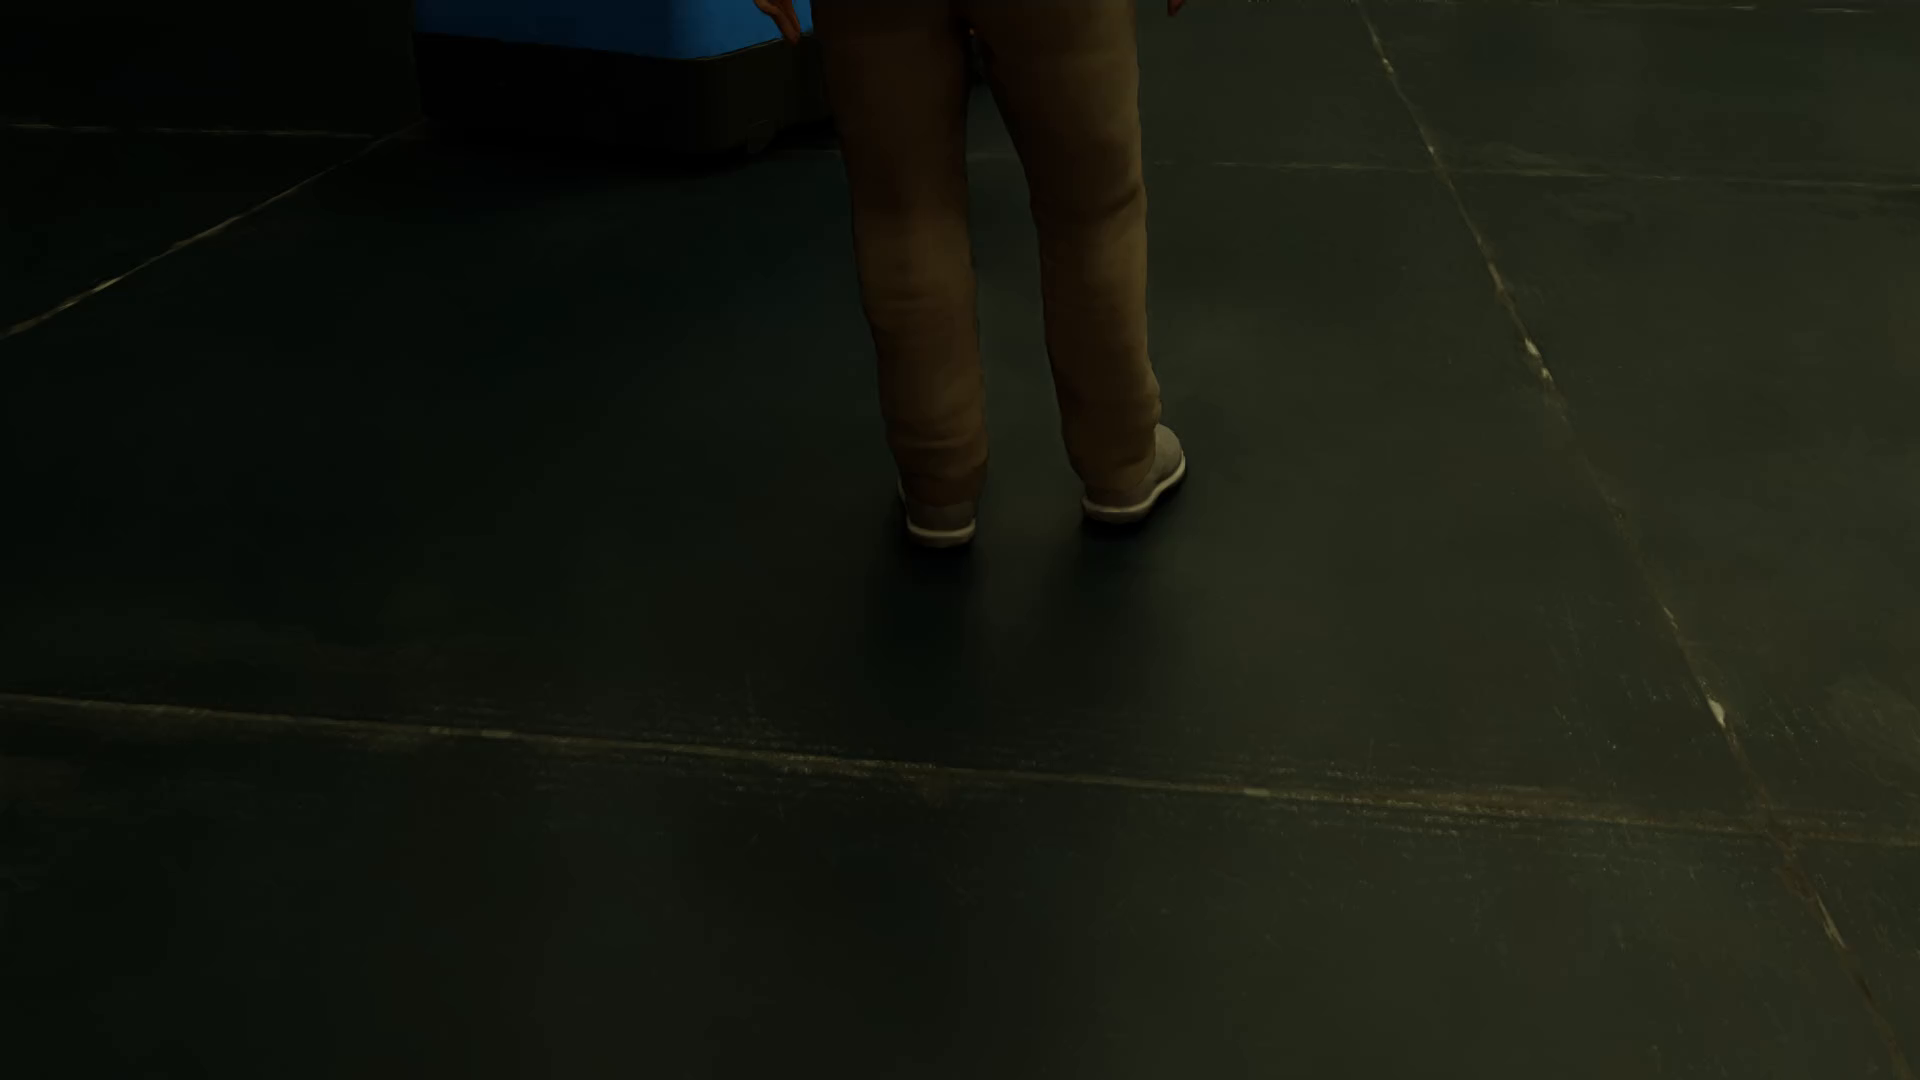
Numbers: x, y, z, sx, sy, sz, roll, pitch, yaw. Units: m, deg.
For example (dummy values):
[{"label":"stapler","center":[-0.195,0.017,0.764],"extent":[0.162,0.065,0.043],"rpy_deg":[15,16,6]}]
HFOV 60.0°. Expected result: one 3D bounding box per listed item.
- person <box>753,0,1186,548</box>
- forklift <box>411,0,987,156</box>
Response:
[{"label":"person","center":[0.024,-0.819,2.189],"extent":[0.640,1.727,0.550],"rpy_deg":[3,27,7]},{"label":"forklift","center":[-0.425,-2.959,5.148],"extent":[1.130,2.935,3.031],"rpy_deg":[13,29,24]}]
